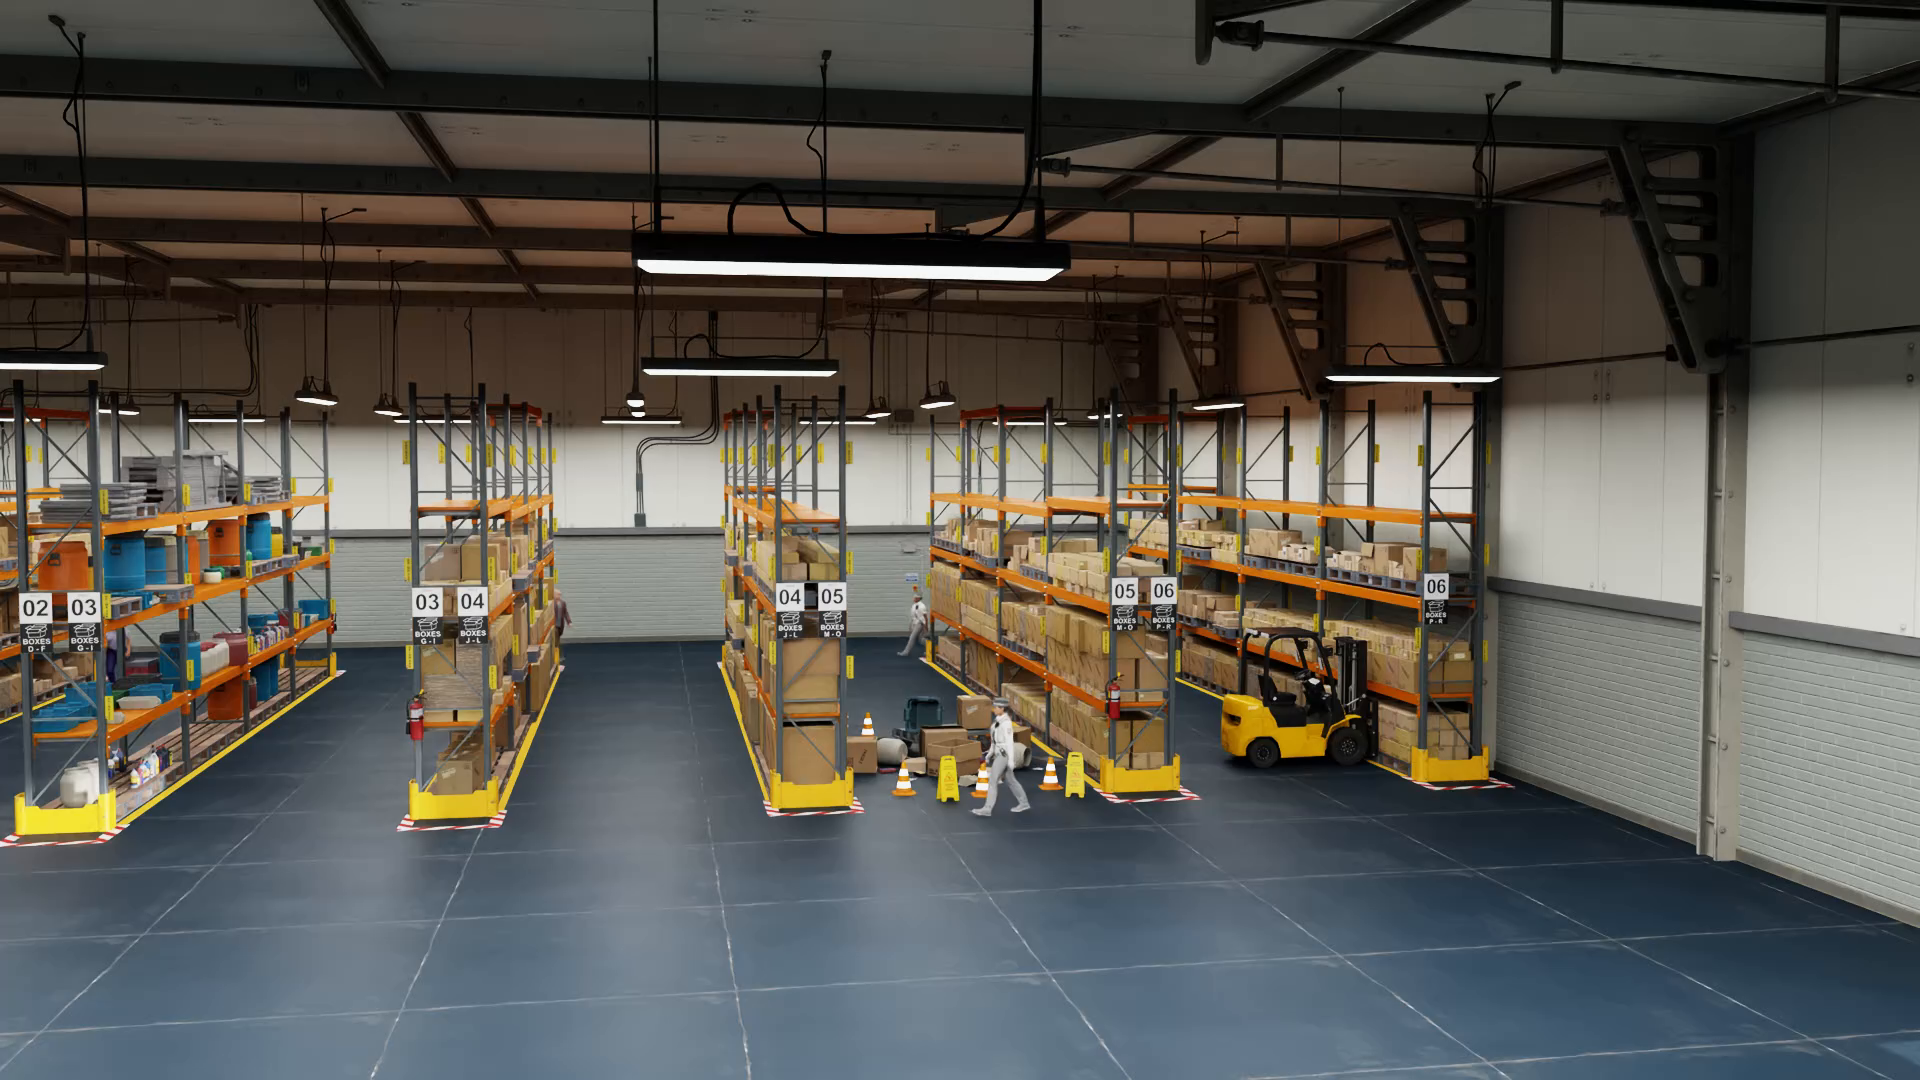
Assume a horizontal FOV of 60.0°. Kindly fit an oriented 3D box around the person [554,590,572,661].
[{"bbox_3d":[-9.816,2.058,40.509,0.638,1.706,1.173,-3,4,-45],"label":"person"}]

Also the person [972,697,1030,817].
[{"bbox_3d":[0.571,3.008,23.195,0.840,1.642,0.486,0,3,-4],"label":"person"}]

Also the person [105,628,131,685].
[{"bbox_3d":[-17.863,2.418,35.208,0.571,1.631,0.537,-1,3,-20],"label":"person"}]

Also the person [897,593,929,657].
[{"bbox_3d":[-1.086,2.096,41.453,1.056,1.591,0.429,-1,3,-24],"label":"person"}]
